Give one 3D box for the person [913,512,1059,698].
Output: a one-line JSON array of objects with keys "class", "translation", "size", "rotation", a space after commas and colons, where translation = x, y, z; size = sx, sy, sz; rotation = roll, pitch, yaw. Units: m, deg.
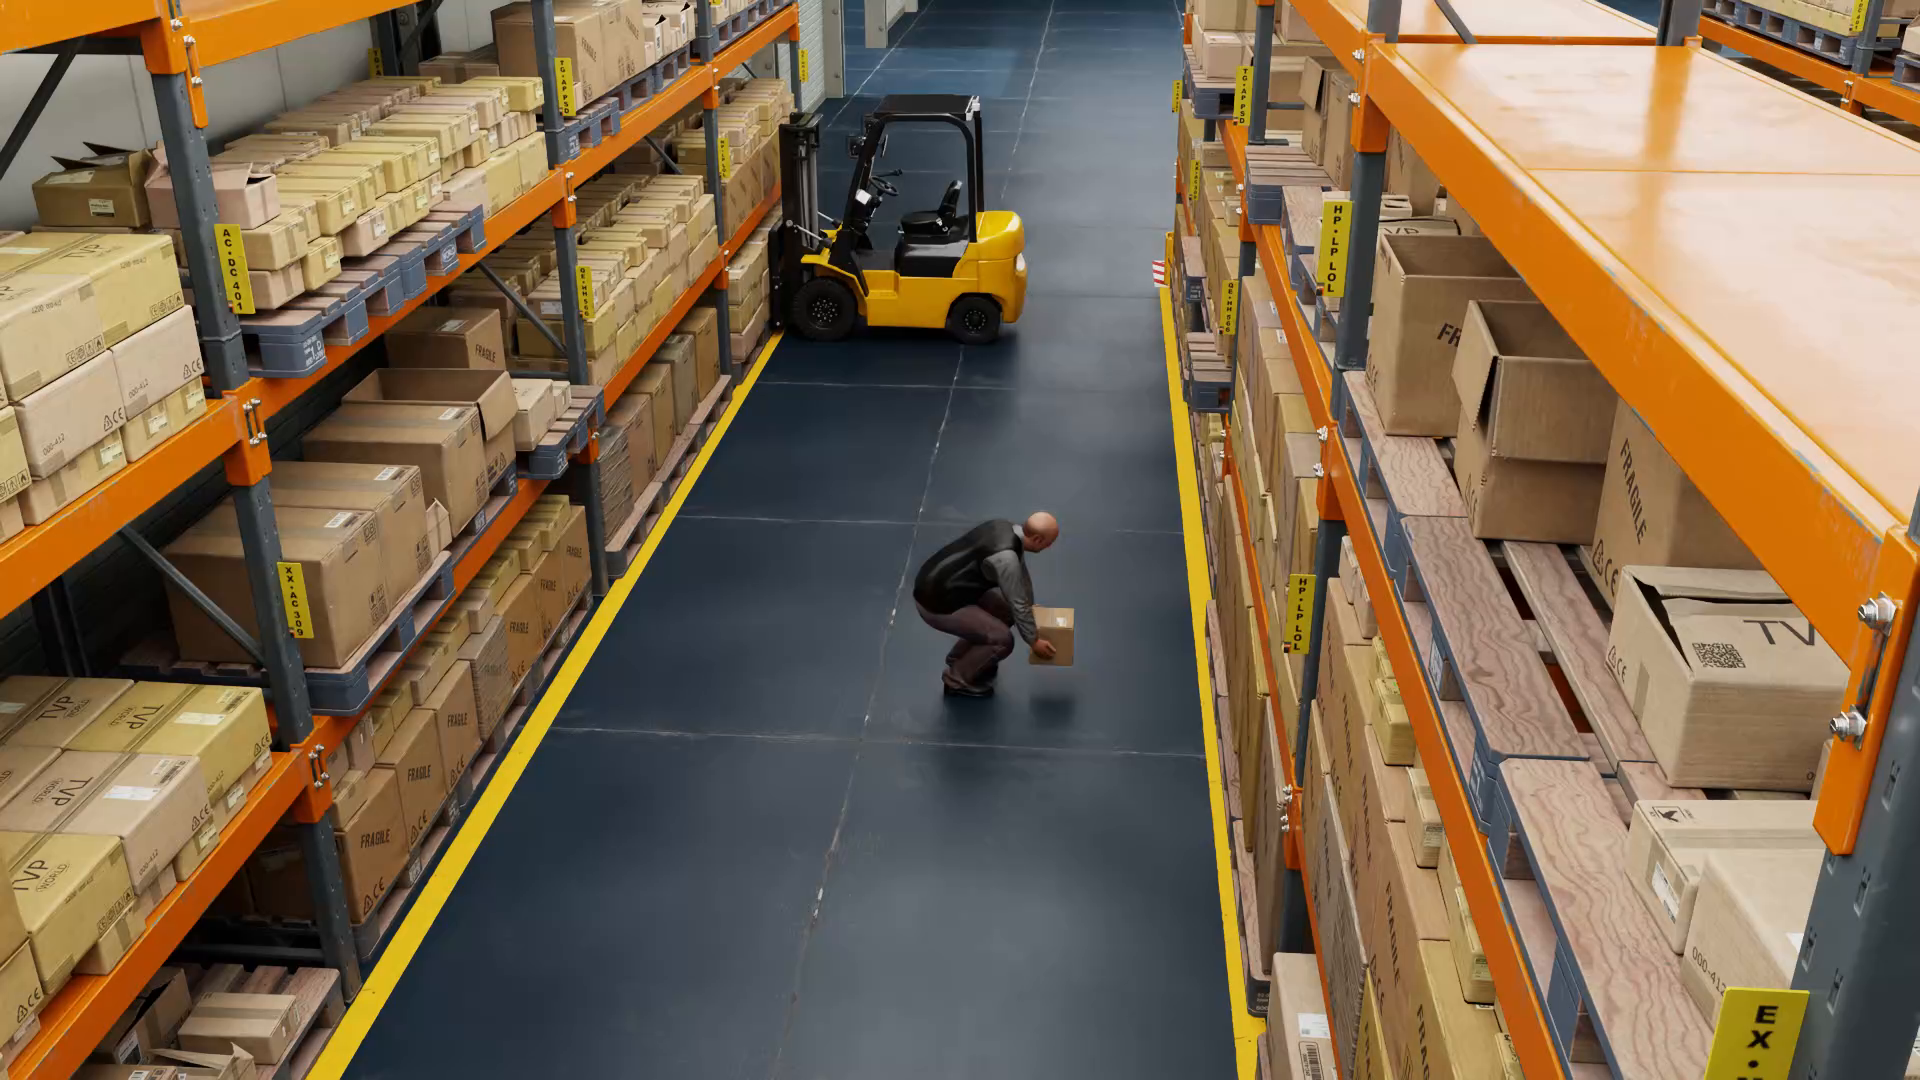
[{"class": "person", "translation": [0.151, 0.339, 9.666], "size": [0.830, 1.082, 0.556], "rotation": [2, 24, 4]}]
